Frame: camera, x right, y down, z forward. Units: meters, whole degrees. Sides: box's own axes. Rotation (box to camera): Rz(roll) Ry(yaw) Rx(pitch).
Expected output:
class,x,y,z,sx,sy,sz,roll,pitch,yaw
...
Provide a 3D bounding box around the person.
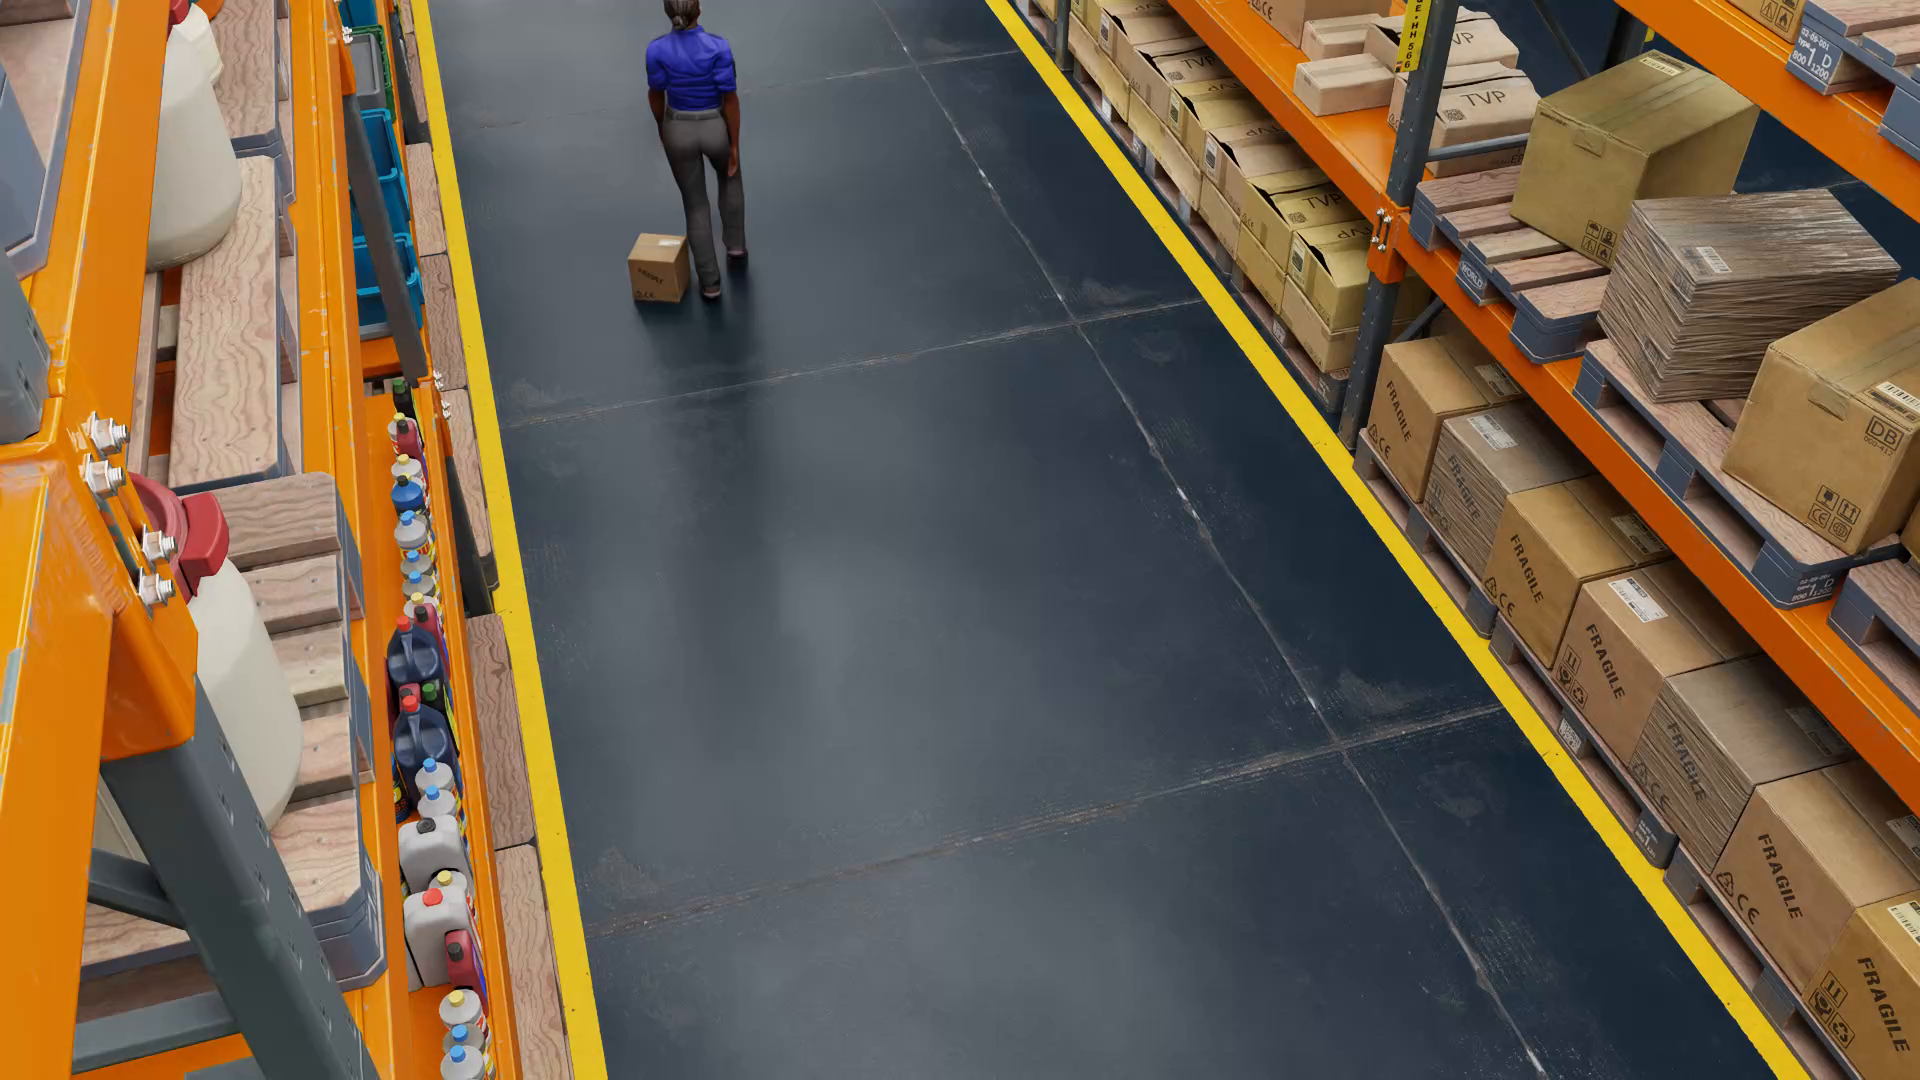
class,x,y,z,sx,sy,sz,roll,pitch,yaw
person,-1.319,-2.018,8.394,0.442,1.717,0.577,-6,43,-6
